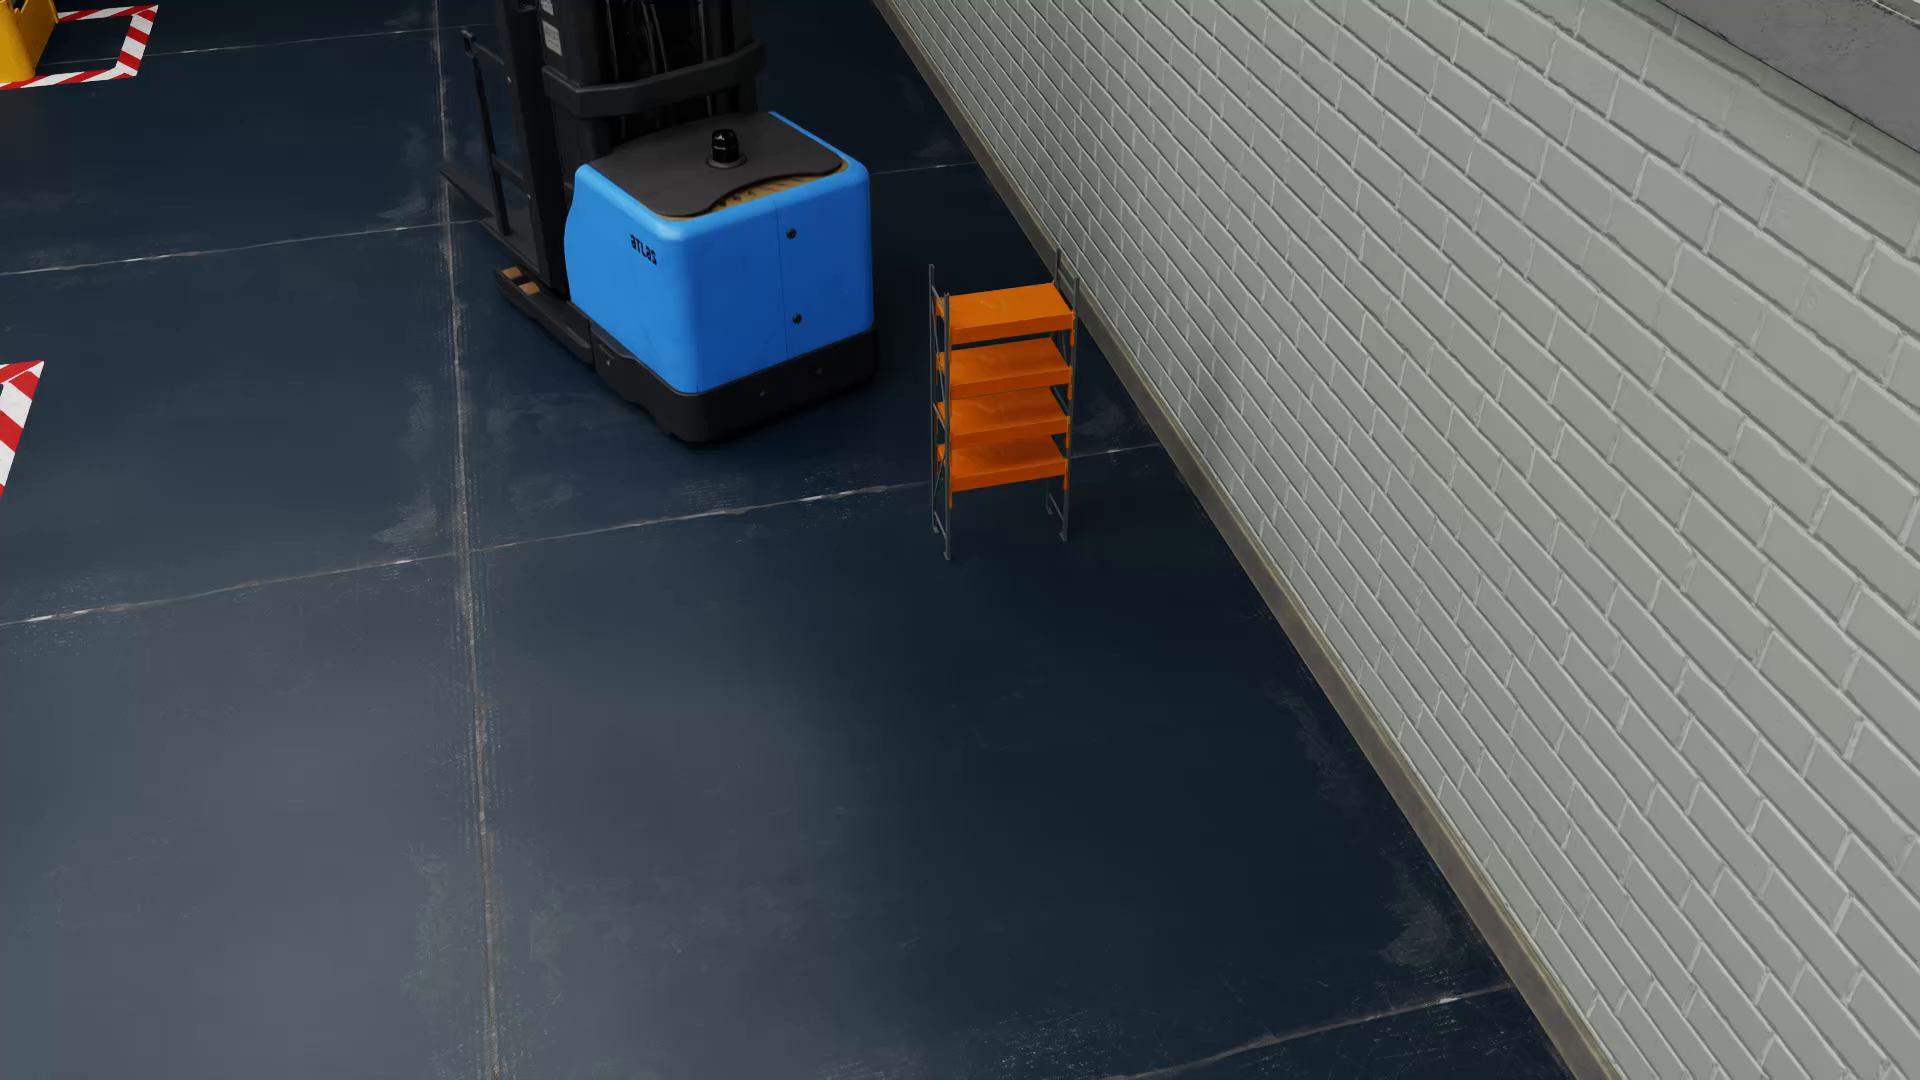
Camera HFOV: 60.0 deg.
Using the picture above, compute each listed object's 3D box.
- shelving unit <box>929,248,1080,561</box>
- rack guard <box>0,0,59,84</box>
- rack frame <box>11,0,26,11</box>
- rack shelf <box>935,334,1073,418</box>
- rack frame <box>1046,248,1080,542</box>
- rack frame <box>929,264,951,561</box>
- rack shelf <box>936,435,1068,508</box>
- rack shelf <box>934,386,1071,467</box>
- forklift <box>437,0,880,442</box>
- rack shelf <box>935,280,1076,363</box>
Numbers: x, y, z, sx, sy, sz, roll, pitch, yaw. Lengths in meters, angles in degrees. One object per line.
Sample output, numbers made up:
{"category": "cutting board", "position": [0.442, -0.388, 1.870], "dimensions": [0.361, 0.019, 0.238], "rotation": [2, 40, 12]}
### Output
{"category": "shelving unit", "position": [0.160, -0.503, 6.420], "dimensions": [0.503, 1.200, 0.258], "rotation": [-9, 38, -12]}
{"category": "rack guard", "position": [-6.213, -3.435, 10.828], "dimensions": [0.348, 0.500, 1.175], "rotation": [-9, 38, -12]}
{"category": "rack frame", "position": [-6.237, -4.424, 10.064], "dimensions": [0.127, 3.000, 1.000], "rotation": [-9, 38, -12]}
{"category": "rack shelf", "position": [0.160, -0.627, 6.325], "dimensions": [0.480, 0.148, 0.258], "rotation": [-9, 38, -12]}
{"category": "rack frame", "position": [0.395, -0.541, 6.470], "dimensions": [0.015, 1.200, 0.240], "rotation": [-9, 38, -12]}
{"category": "rack frame", "position": [-0.076, -0.464, 6.369], "dimensions": [0.015, 1.200, 0.240], "rotation": [-9, 38, -12]}
{"category": "rack shelf", "position": [0.160, -0.292, 6.581], "dimensions": [0.480, 0.148, 0.258], "rotation": [-9, 38, -12]}
{"category": "rack shelf", "position": [0.160, -0.449, 6.461], "dimensions": [0.480, 0.148, 0.258], "rotation": [-9, 38, -12]}
{"category": "forklift", "position": [-1.665, -2.428, 7.511], "dimensions": [1.130, 2.935, 3.031], "rotation": [-25, 44, -29]}
{"category": "rack shelf", "position": [0.160, -0.815, 6.181], "dimensions": [0.480, 0.148, 0.258], "rotation": [-9, 38, -12]}
